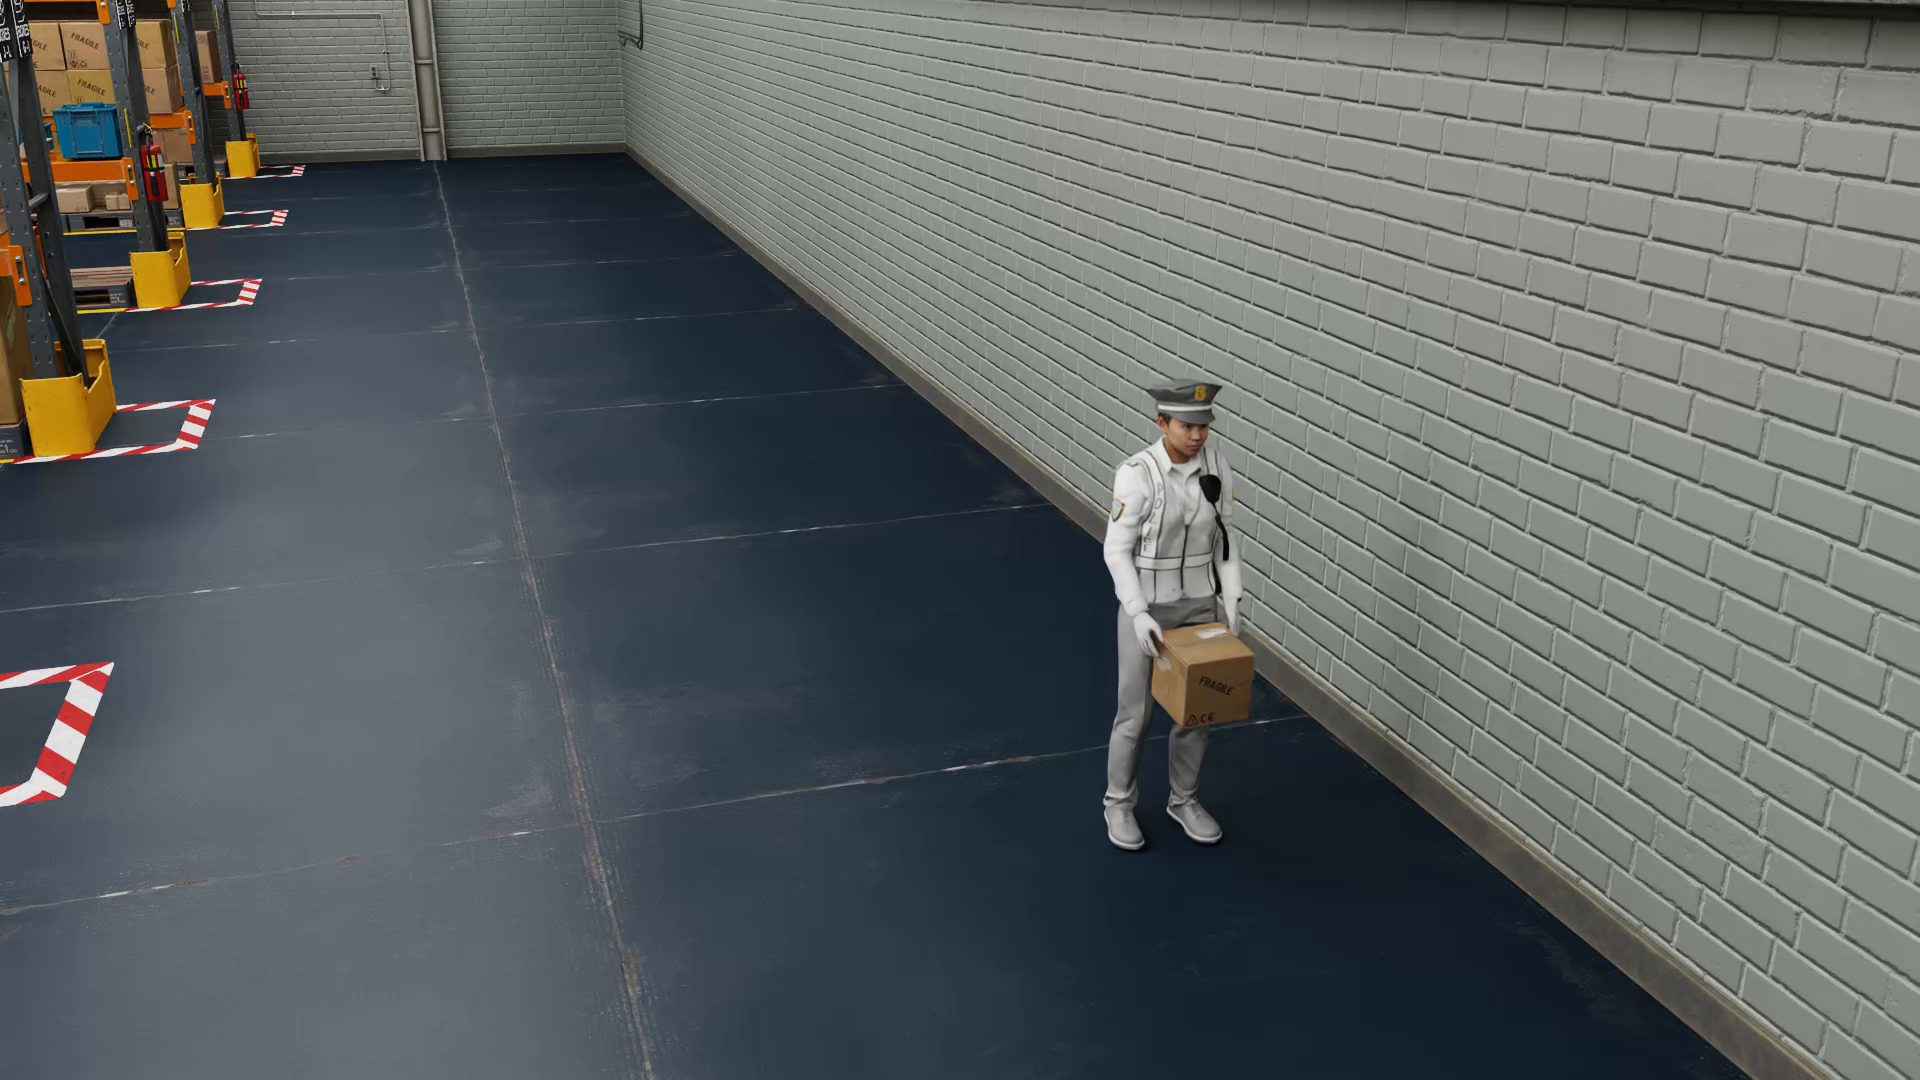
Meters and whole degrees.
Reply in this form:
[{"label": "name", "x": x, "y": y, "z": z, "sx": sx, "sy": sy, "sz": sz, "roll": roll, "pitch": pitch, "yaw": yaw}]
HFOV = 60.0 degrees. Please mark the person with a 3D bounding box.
[{"label": "person", "x": 0.751, "y": 0.250, "z": 5.824, "sx": 0.502, "sy": 1.680, "sz": 0.410, "roll": -7, "pitch": 20, "yaw": -18}]
